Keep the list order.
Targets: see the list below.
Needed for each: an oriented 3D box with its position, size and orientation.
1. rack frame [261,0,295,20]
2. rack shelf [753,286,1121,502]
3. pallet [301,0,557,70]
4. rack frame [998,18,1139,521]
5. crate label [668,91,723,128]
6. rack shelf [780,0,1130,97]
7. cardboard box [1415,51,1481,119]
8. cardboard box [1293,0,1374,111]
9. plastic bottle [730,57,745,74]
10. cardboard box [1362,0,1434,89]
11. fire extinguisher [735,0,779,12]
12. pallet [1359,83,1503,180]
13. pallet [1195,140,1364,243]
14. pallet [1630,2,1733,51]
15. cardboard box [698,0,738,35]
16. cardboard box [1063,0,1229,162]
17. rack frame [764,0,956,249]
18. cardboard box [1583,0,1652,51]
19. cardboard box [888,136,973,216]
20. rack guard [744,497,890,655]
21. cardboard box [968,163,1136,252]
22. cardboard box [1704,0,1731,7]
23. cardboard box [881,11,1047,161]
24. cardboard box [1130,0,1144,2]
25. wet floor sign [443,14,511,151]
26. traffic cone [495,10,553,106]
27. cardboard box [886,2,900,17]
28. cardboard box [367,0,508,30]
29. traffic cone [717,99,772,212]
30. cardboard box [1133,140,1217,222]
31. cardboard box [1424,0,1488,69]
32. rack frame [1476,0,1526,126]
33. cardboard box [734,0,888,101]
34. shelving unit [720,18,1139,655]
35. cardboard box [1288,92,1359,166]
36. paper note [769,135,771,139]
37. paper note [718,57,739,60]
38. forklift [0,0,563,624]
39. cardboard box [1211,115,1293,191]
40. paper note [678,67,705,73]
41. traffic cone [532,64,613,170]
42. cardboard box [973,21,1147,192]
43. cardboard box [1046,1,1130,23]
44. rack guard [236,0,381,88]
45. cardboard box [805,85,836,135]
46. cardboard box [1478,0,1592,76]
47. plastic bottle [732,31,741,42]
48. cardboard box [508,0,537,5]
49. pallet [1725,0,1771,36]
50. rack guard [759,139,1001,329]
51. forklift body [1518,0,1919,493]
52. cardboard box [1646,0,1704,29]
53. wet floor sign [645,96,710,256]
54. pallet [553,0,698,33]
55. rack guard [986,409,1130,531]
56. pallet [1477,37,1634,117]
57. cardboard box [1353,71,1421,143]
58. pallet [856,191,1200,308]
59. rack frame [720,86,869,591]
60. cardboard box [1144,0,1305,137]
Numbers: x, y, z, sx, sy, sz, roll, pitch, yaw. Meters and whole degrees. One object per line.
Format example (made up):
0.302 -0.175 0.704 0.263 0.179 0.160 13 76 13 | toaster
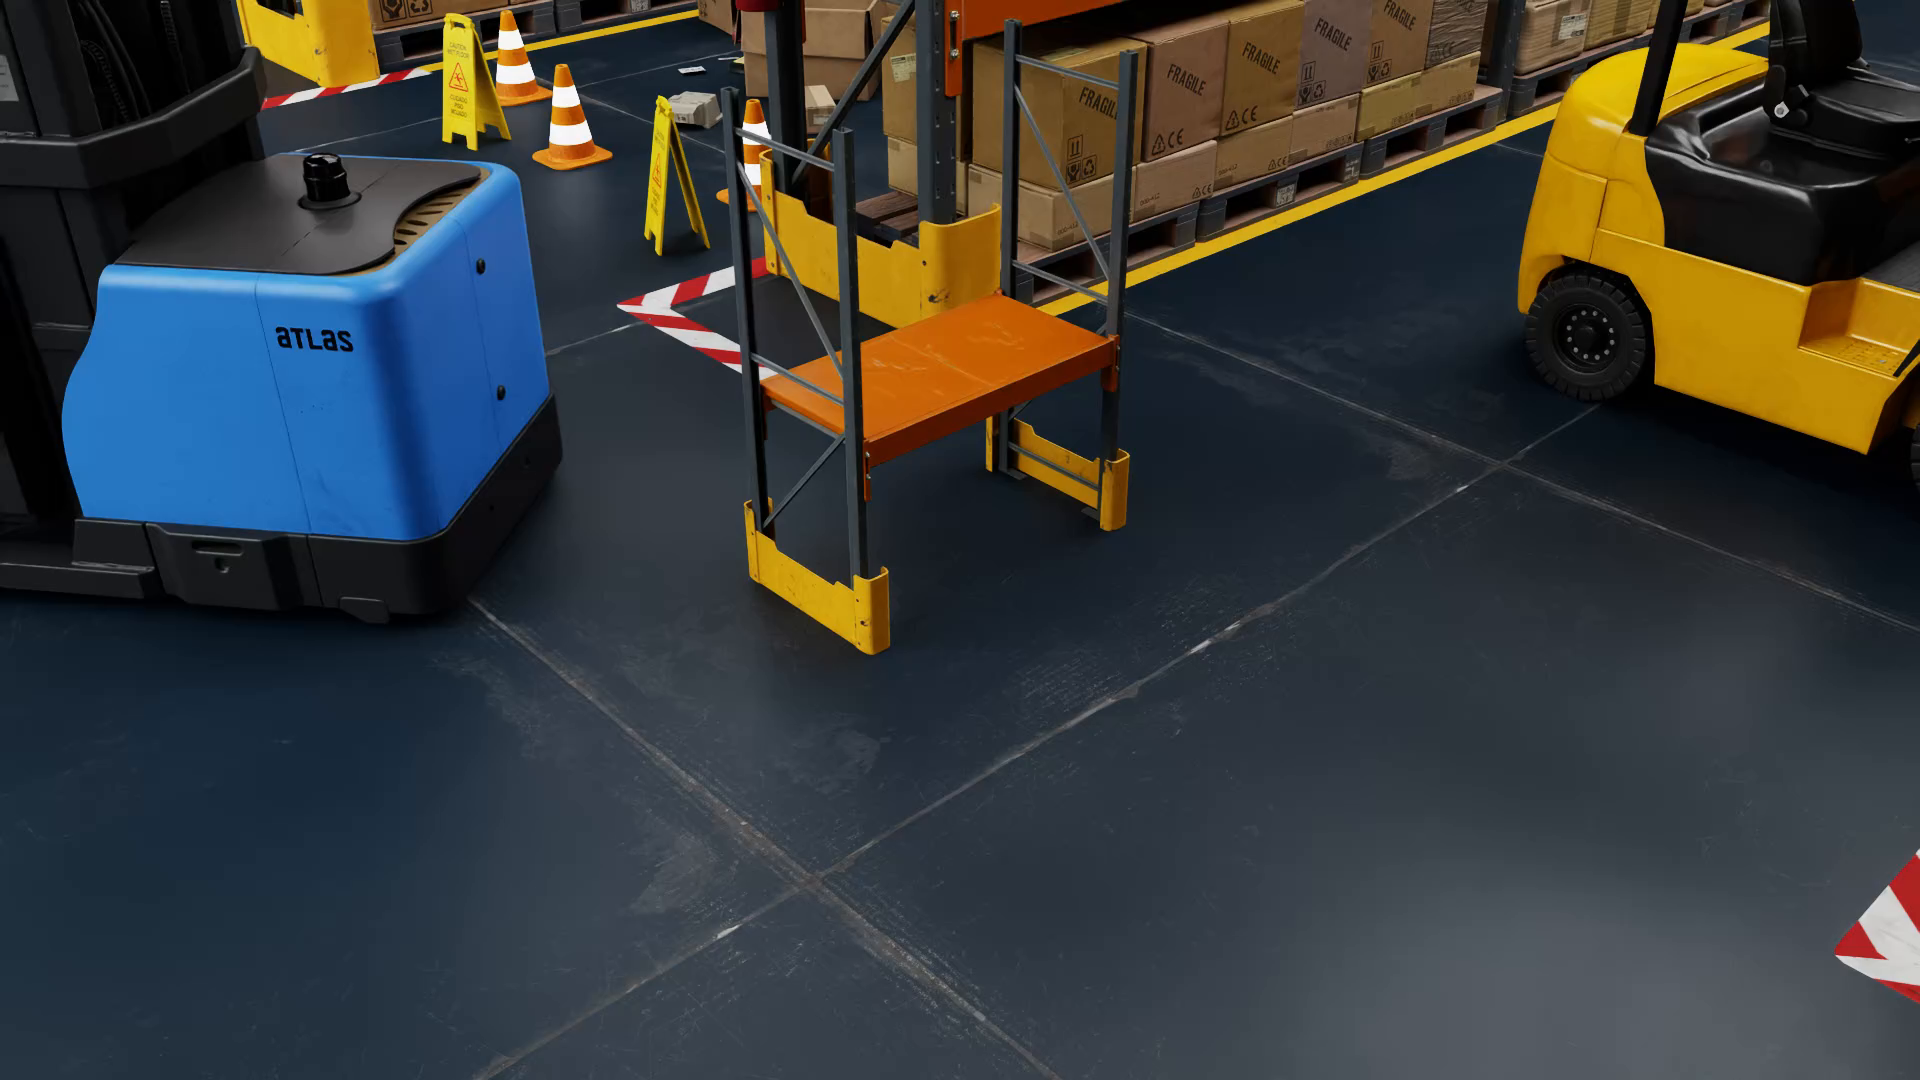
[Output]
-3.835 -4.125 9.121 0.127 3.000 1.000 -26 40 -35 | rack frame
-0.063 -0.456 4.903 1.000 0.185 0.538 -26 40 -35 | rack shelf
-3.302 -3.249 10.361 1.213 0.211 1.003 -26 40 -35 | pallet
0.310 -0.790 5.104 0.032 1.500 0.500 -26 40 -35 | rack frame
-1.427 -2.299 8.878 0.250 0.136 0.298 9 33 15 | crate label
1.071 -2.670 7.430 4.000 0.370 1.077 -26 40 -35 | rack shelf
2.287 -2.380 8.499 0.500 0.250 0.500 -24 39 -33 | cardboard box
1.541 -2.337 7.711 0.500 0.500 0.500 -23 39 -33 | cardboard box
-1.224 -2.810 9.787 0.133 0.061 0.283 15 34 23 | plastic bottle
1.915 -2.519 8.008 0.500 0.500 0.500 -25 39 -35 | cardboard box
-0.792 -2.370 6.325 0.183 0.674 0.296 -26 40 -35 | fire extinguisher
2.070 -2.245 8.719 1.213 0.211 1.003 -26 40 -35 | pallet
1.175 -1.810 8.007 1.213 0.211 1.003 -26 40 -35 | pallet
4.003 -3.208 10.294 1.213 0.211 1.003 -26 40 -35 | pallet
-1.342 -3.535 10.550 0.500 0.500 0.500 -19 36 -28 | cardboard box
0.782 -1.969 7.110 0.500 0.500 0.500 -28 41 -37 | cardboard box
-0.395 -2.267 6.083 0.127 3.000 1.000 -26 40 -35 | rack frame
3.446 -3.187 9.704 0.625 0.372 0.950 -23 38 -33 | cardboard box
0.032 -1.672 7.341 0.500 0.250 0.500 -26 40 -36 | cardboard box
-0.421 0.097 4.852 0.087 0.250 0.587 -26 40 -35 | rack guard
0.384 -1.454 6.985 0.500 0.250 0.500 -26 40 -36 | cardboard box
4.514 -3.702 10.545 0.625 0.372 0.950 -27 40 -36 | cardboard box
0.015 -1.977 7.123 0.500 0.500 0.500 -26 40 -35 | cardboard box
0.770 -2.340 7.716 0.500 0.500 0.500 -27 40 -36 | cardboard box
-2.510 -2.353 8.479 0.267 0.644 0.232 22 37 31 | wet floor sign
-2.480 -2.688 9.202 0.334 0.463 0.336 -26 40 -35 | traffic cone
-0.148 -3.187 9.849 0.503 0.637 0.797 -26 40 -35 | cardboard box
-3.383 -3.664 10.000 0.875 0.875 0.875 -26 40 -35 | cardboard box
-0.957 -1.831 7.801 0.334 0.463 0.336 -26 40 -35 | traffic cone
0.764 -1.632 7.277 0.500 0.250 0.500 -24 39 -34 | cardboard box
2.287 -2.700 8.304 0.500 0.500 0.500 -26 40 -36 | cardboard box
2.538 -3.686 8.403 0.127 3.000 1.000 -26 40 -35 | rack frame
-0.829 -2.794 9.336 0.797 0.503 0.637 4 32 6 | cardboard box
-0.056 -0.613 4.815 1.083 1.500 0.587 -26 40 -35 | shelving unit
1.528 -2.008 7.892 0.500 0.250 0.500 -25 39 -35 | cardboard box
-1.055 -2.097 8.651 0.148 0.019 0.142 15 34 23 | paper note
-1.383 -2.883 9.955 0.123 0.001 0.032 -7 32 -11 | paper note
-2.886 -1.348 4.644 3.031 2.935 1.130 4 32 7 | forklift
1.155 -1.830 7.601 0.500 0.250 0.500 -23 38 -32 | cardboard box
-1.561 -2.750 9.719 0.142 0.017 0.144 -12 34 -19 | paper note
-1.961 -2.135 8.298 0.334 0.463 0.336 -26 40 -35 | traffic cone
0.401 -1.782 6.804 0.500 0.500 0.500 -27 41 -37 | cardboard box
0.395 -2.164 7.427 0.500 0.500 0.500 -24 39 -34 | cardboard box
-3.852 -3.050 9.759 0.348 0.500 1.175 -26 40 -35 | rack guard
-0.808 -2.288 8.850 0.250 0.149 0.380 -7 32 -11 | cardboard box
2.921 -2.931 9.285 0.625 0.372 0.950 -25 39 -35 | cardboard box
-1.254 -3.107 10.273 0.283 0.061 0.133 15 34 23 | plastic bottle
-2.739 -3.976 10.512 0.875 0.875 0.875 -27 40 -36 | cardboard box
4.897 -3.639 10.998 1.213 0.211 1.003 -26 40 -35 | pallet
-0.339 -1.228 6.779 0.348 0.500 1.175 -26 40 -35 | rack guard
3.133 -1.378 5.442 1.214 2.155 2.313 -26 40 -35 | forklift body
3.954 -3.435 10.108 0.625 0.372 0.950 -24 39 -34 | cardboard box
-1.262 -1.605 7.256 0.232 0.644 0.267 -12 34 -19 | wet floor sign
-2.407 -3.679 11.065 1.213 0.211 1.003 -26 40 -35 | pallet
0.309 -0.256 5.429 0.087 0.250 0.587 -26 40 -35 | rack guard
3.108 -2.773 9.583 1.213 0.211 1.003 -26 40 -35 | pallet
1.904 -2.187 8.184 0.500 0.250 0.500 -27 41 -37 | cardboard box
0.280 -1.379 7.303 1.213 0.211 1.003 -26 40 -35 | pallet
-0.435 -0.429 4.514 0.032 1.500 0.500 -26 40 -35 | rack frame
1.155 -2.144 7.396 0.500 0.500 0.500 -25 39 -35 | cardboard box
